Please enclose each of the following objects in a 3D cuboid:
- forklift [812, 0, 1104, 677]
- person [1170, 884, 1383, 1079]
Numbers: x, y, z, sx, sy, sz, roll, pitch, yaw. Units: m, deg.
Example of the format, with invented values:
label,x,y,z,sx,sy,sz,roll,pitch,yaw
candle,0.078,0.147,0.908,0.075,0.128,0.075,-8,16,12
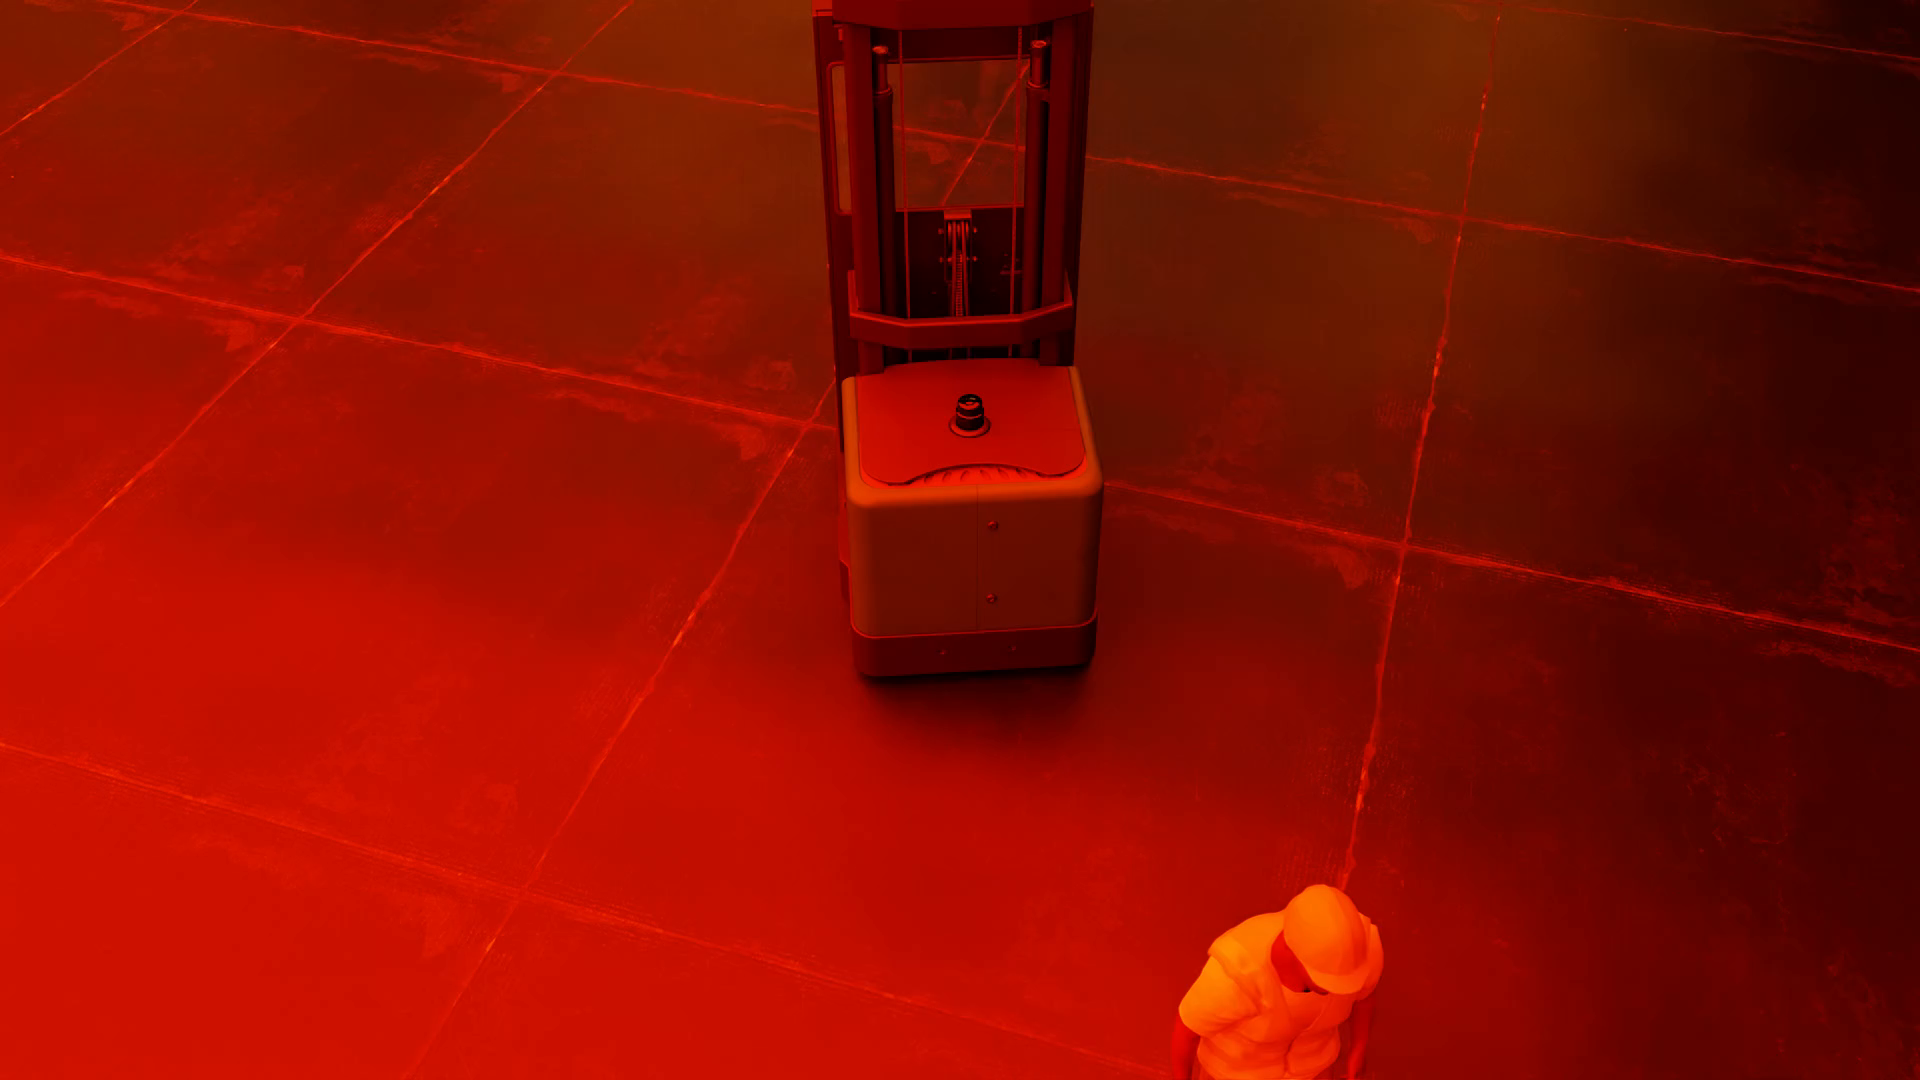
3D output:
label,x,y,z,sx,sy,sz,roll,pitch,yaw
forklift,-0.048,-1.486,7.287,1.130,2.935,3.031,-3,43,-3
person,0.916,1.543,4.892,0.627,1.761,0.460,-10,44,-11
